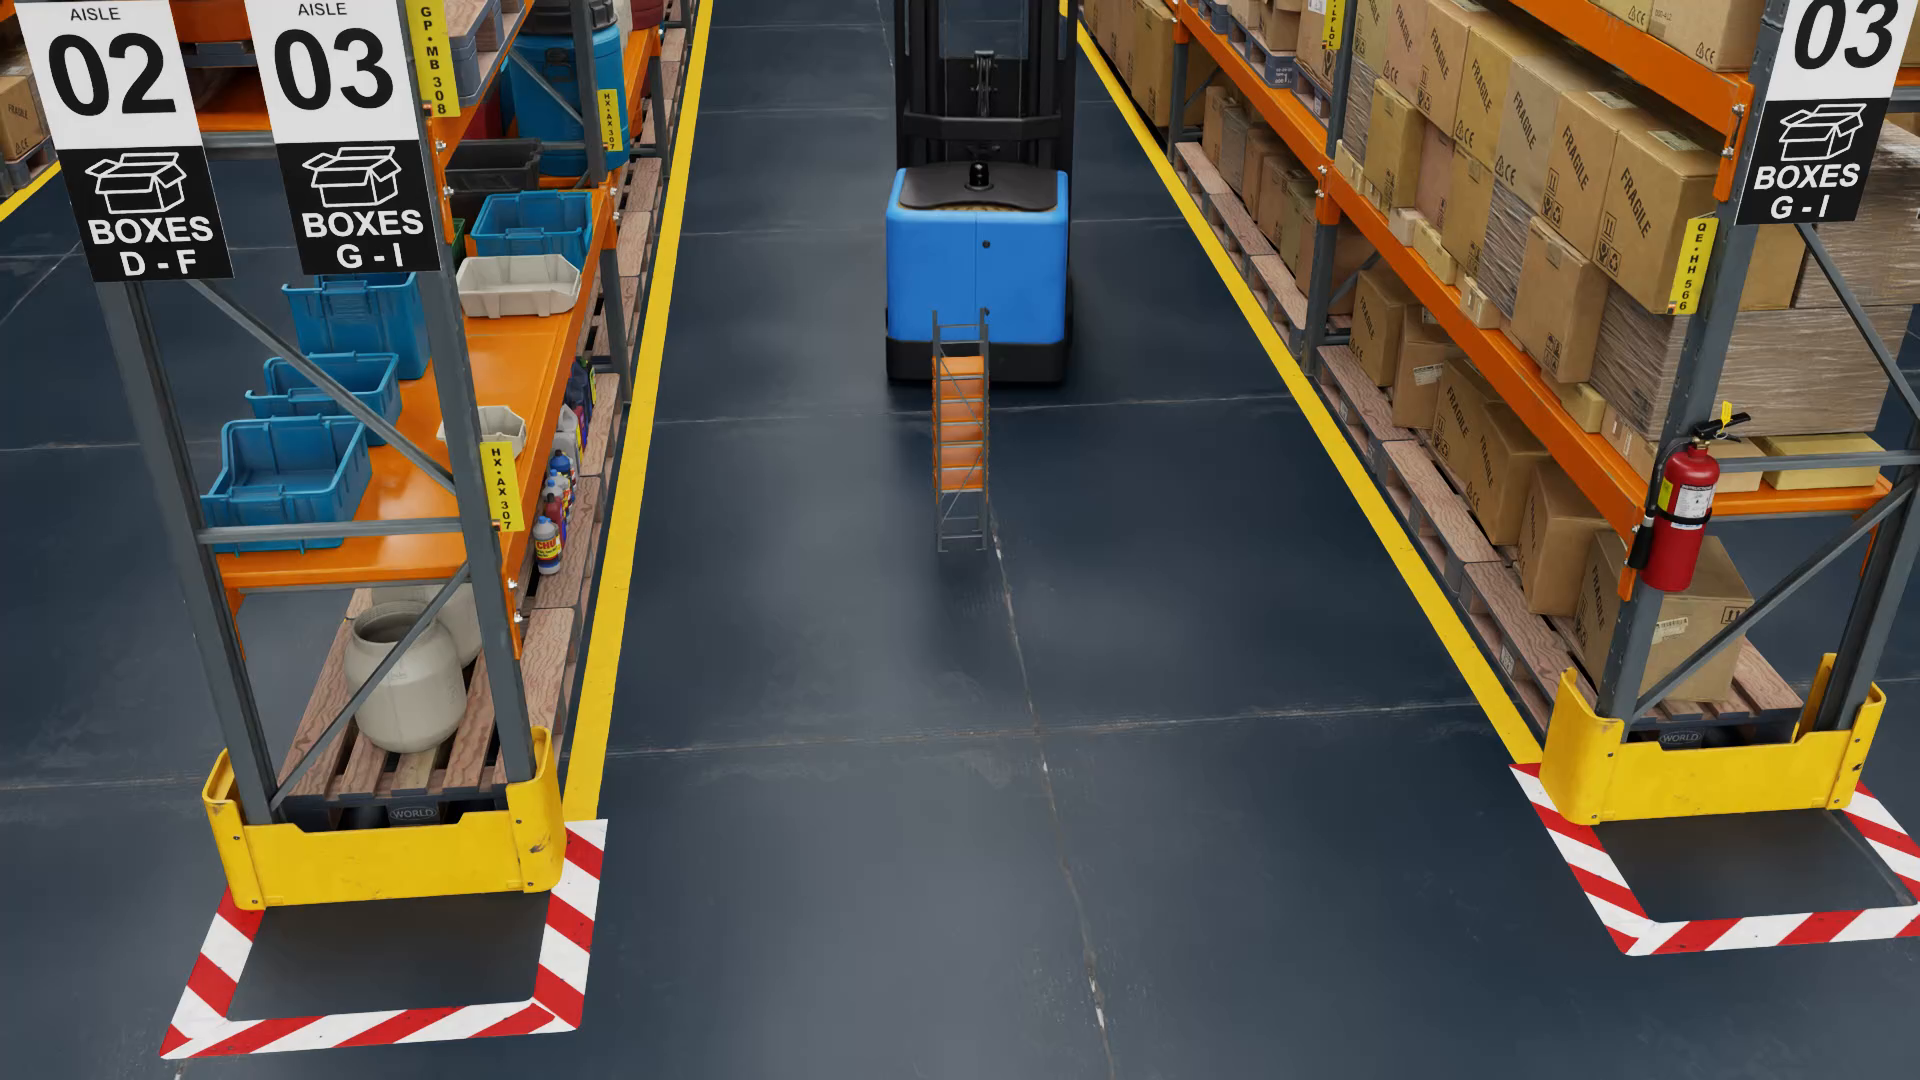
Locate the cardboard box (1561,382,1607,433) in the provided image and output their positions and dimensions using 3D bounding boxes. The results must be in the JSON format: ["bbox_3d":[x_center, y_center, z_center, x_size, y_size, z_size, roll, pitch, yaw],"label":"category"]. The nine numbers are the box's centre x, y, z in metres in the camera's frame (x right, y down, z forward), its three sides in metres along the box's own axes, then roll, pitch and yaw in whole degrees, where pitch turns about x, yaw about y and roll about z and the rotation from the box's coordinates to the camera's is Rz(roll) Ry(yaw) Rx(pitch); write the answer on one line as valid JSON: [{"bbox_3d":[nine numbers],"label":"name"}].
[{"bbox_3d":[2.585,-0.544,6.480,0.380,0.149,0.250,-3,31,-5],"label":"cardboard box"}]

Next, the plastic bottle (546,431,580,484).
[{"bbox_3d":[-1.984,-0.427,8.266,0.152,0.276,0.135,-2,31,-4],"label":"plastic bottle"}]

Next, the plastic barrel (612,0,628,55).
[{"bbox_3d":[-2.416,-3.428,10.955,0.421,0.512,0.421,0,31,0],"label":"plastic barrel"}]

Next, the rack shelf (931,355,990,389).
[{"bbox_3d":[0.001,-0.779,7.768,0.258,0.103,0.180,-3,31,-5],"label":"rack shelf"}]

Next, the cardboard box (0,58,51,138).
[{"bbox_3d":[-7.509,-3.504,13.199,0.500,0.500,0.500,-4,31,-6],"label":"cardboard box"}]

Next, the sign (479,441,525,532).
[{"bbox_3d":[-1.469,-0.169,5.338,0.100,0.325,0.005,-3,31,-5],"label":"sign"}]

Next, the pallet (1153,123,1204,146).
[{"bbox_3d":[2.168,-3.557,13.999,1.003,0.211,1.213,-3,31,-5],"label":"pallet"}]

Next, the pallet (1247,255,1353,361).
[{"bbox_3d":[2.467,-1.506,10.565,1.003,0.211,1.213,-3,31,-5],"label":"pallet"}]

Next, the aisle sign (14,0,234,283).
[{"bbox_3d":[-2.306,-1.091,4.616,0.394,0.787,0.004,-3,31,-5],"label":"aisle sign"}]

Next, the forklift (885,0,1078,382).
[{"bbox_3d":[0.166,-2.896,10.240,1.130,2.935,3.031,2,31,3],"label":"forklift"}]

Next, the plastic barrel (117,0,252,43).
[{"bbox_3d":[-2.189,-1.920,4.786,0.600,0.830,0.708,-3,31,-5],"label":"plastic barrel"}]

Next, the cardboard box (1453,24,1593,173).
[{"bbox_3d":[2.482,-1.898,7.140,0.500,0.500,0.500,-3,31,-5],"label":"cardboard box"}]

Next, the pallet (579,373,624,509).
[{"bbox_3d":[-2.369,-0.526,8.925,1.003,0.211,1.213,-3,31,-5],"label":"pallet"}]

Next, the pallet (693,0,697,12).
[{"bbox_3d":[-3.362,-5.953,18.011,1.003,0.211,1.213,-3,31,-5],"label":"pallet"}]

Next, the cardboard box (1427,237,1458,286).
[{"bbox_3d":[2.415,-1.308,7.760,0.380,0.149,0.250,-3,31,-5],"label":"cardboard box"}]

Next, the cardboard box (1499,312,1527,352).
[{"bbox_3d":[2.549,-0.928,7.124,0.380,0.149,0.250,-3,31,-5],"label":"cardboard box"}]

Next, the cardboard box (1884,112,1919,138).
[{"bbox_3d":[7.167,-2.987,12.110,1.050,0.750,0.750,-2,31,-4],"label":"cardboard box"}]

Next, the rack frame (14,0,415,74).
[{"bbox_3d":[-2.017,-2.601,3.830,1.000,3.000,0.127,-3,31,-5],"label":"rack frame"}]

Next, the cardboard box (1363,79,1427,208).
[{"bbox_3d":[2.533,-1.986,8.263,0.875,0.500,0.500,-3,31,-5],"label":"cardboard box"}]

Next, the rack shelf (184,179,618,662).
[{"bbox_3d":[-2.204,-0.738,7.262,1.077,0.370,4.000,-3,31,-5],"label":"rack shelf"}]

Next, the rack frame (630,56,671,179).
[{"bbox_3d":[-2.764,-4.110,12.206,1.000,3.000,0.127,-3,31,-5],"label":"rack frame"}]

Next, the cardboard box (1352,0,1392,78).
[{"bbox_3d":[2.330,-2.663,8.421,0.500,0.500,0.500,-3,31,-5],"label":"cardboard box"}]

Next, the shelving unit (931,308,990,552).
[{"bbox_3d":[0.001,-0.508,7.930,0.258,1.200,0.189,-3,31,-5],"label":"shelving unit"}]

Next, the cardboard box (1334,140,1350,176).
[{"bbox_3d":[2.261,-2.073,9.041,0.380,0.149,0.250,-3,31,-5],"label":"cardboard box"}]

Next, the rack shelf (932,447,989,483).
[{"bbox_3d":[0.001,-0.367,8.014,0.258,0.103,0.180,-3,31,-5],"label":"rack shelf"}]

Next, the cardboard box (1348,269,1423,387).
[{"bbox_3d":[2.538,-1.206,9.373,0.500,0.500,0.500,-4,31,-6],"label":"cardboard box"}]

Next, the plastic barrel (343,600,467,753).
[{"bbox_3d":[-2.154,0.530,6.455,0.421,0.512,0.421,0,31,0],"label":"plastic barrel"}]

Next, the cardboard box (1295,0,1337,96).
[{"bbox_3d":[2.606,-3.156,9.613,1.000,1.000,1.000,-3,31,-4],"label":"cardboard box"}]

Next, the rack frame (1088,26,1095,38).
[{"bbox_3d":[1.793,-6.390,16.023,1.000,3.000,0.127,-3,31,-5],"label":"rack frame"}]

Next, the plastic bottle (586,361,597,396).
[{"bbox_3d":[-2.046,-0.885,9.107,0.097,0.201,0.097,0,31,0],"label":"plastic bottle"}]

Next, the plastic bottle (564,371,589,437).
[{"bbox_3d":[-2.025,-0.707,8.662,0.144,0.351,0.185,-4,31,-7],"label":"plastic bottle"}]

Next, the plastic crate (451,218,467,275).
[{"bbox_3d":[-2.545,-1.271,7.659,0.450,0.188,0.662,-3,31,-5],"label":"plastic crate"}]

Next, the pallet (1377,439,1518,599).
[{"bbox_3d":[2.756,-0.143,8.283,1.003,0.211,1.213,-3,31,-5],"label":"pallet"}]

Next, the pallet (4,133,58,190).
[{"bbox_3d":[-7.728,-3.061,13.168,1.003,0.211,1.213,-3,31,-5],"label":"pallet"}]

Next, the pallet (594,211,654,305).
[{"bbox_3d":[-2.620,-1.894,11.216,1.003,0.211,1.213,-3,31,-5],"label":"pallet"}]

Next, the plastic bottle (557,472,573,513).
[{"bbox_3d":[-1.927,-0.231,8.011,0.097,0.201,0.097,0,31,0],"label":"plastic bottle"}]

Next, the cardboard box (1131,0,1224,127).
[{"bbox_3d":[2.123,-3.969,13.632,1.225,0.875,0.875,-4,31,-7],"label":"cardboard box"}]

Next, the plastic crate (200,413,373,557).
[{"bbox_3d":[-2.361,-0.203,5.810,0.499,0.251,0.616,-3,31,-5],"label":"plastic crate"}]

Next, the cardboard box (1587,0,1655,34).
[{"bbox_3d":[2.567,-1.975,5.853,0.500,0.250,0.500,-3,31,-4],"label":"cardboard box"}]

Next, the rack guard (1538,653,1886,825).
[{"bbox_3d":[2.907,0.771,6.471,1.175,0.500,0.348,-3,31,-5],"label":"rack guard"}]

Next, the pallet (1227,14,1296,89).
[{"bbox_3d":[2.393,-3.257,10.964,1.003,0.211,1.213,-3,31,-5],"label":"pallet"}]

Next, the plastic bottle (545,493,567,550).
[{"bbox_3d":[-1.879,-0.106,7.722,0.061,0.283,0.133,-2,31,-4],"label":"plastic bottle"}]

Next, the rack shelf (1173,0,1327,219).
[{"bbox_3d":[2.354,-3.018,11.079,1.077,0.370,4.000,-3,31,-5],"label":"rack shelf"}]

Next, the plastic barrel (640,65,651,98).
[{"bbox_3d":[-2.932,-4.081,14.099,0.600,0.588,0.708,-3,31,-5],"label":"plastic barrel"}]

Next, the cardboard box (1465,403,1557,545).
[{"bbox_3d":[2.743,-0.314,7.879,0.500,0.500,0.500,0,31,0],"label":"cardboard box"}]

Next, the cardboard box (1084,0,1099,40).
[{"bbox_3d":[1.873,-5.332,15.914,1.225,0.875,0.875,-3,31,-4],"label":"cardboard box"}]

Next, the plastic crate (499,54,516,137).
[{"bbox_3d":[-2.803,-2.610,9.709,0.392,0.384,0.575,-3,31,-5],"label":"plastic crate"}]

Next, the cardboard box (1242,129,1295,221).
[{"bbox_3d":[2.374,-2.551,11.604,0.700,0.500,0.500,0,31,0],"label":"cardboard box"}]

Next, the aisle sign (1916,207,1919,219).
[{"bbox_3d":[3.219,-1.362,5.070,0.394,0.787,0.004,-3,31,-5],"label":"aisle sign"}]

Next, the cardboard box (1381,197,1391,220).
[{"bbox_3d":[2.356,-1.692,8.402,0.380,0.149,0.250,-3,31,-5],"label":"cardboard box"}]

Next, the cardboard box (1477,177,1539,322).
[{"bbox_3d":[2.721,-1.223,6.985,0.875,0.500,0.500,-3,31,-5],"label":"cardboard box"}]

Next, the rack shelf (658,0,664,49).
[{"bbox_3d":[-2.951,-4.823,14.100,1.077,0.370,4.000,-3,31,-5],"label":"rack shelf"}]

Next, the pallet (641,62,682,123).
[{"bbox_3d":[-2.990,-3.935,14.632,1.003,0.211,1.213,-3,31,-5],"label":"pallet"}]

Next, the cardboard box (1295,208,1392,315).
[{"bbox_3d":[2.505,-1.736,10.239,0.700,0.500,0.500,-5,31,-8],"label":"cardboard box"}]

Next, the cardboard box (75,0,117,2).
[{"bbox_3d":[-7.701,-4.542,14.937,0.500,0.500,0.500,-3,31,-4],"label":"cardboard box"}]

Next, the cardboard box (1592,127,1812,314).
[{"bbox_3d":[2.617,-1.132,5.858,0.500,0.500,0.500,-3,31,-5],"label":"cardboard box"}]
